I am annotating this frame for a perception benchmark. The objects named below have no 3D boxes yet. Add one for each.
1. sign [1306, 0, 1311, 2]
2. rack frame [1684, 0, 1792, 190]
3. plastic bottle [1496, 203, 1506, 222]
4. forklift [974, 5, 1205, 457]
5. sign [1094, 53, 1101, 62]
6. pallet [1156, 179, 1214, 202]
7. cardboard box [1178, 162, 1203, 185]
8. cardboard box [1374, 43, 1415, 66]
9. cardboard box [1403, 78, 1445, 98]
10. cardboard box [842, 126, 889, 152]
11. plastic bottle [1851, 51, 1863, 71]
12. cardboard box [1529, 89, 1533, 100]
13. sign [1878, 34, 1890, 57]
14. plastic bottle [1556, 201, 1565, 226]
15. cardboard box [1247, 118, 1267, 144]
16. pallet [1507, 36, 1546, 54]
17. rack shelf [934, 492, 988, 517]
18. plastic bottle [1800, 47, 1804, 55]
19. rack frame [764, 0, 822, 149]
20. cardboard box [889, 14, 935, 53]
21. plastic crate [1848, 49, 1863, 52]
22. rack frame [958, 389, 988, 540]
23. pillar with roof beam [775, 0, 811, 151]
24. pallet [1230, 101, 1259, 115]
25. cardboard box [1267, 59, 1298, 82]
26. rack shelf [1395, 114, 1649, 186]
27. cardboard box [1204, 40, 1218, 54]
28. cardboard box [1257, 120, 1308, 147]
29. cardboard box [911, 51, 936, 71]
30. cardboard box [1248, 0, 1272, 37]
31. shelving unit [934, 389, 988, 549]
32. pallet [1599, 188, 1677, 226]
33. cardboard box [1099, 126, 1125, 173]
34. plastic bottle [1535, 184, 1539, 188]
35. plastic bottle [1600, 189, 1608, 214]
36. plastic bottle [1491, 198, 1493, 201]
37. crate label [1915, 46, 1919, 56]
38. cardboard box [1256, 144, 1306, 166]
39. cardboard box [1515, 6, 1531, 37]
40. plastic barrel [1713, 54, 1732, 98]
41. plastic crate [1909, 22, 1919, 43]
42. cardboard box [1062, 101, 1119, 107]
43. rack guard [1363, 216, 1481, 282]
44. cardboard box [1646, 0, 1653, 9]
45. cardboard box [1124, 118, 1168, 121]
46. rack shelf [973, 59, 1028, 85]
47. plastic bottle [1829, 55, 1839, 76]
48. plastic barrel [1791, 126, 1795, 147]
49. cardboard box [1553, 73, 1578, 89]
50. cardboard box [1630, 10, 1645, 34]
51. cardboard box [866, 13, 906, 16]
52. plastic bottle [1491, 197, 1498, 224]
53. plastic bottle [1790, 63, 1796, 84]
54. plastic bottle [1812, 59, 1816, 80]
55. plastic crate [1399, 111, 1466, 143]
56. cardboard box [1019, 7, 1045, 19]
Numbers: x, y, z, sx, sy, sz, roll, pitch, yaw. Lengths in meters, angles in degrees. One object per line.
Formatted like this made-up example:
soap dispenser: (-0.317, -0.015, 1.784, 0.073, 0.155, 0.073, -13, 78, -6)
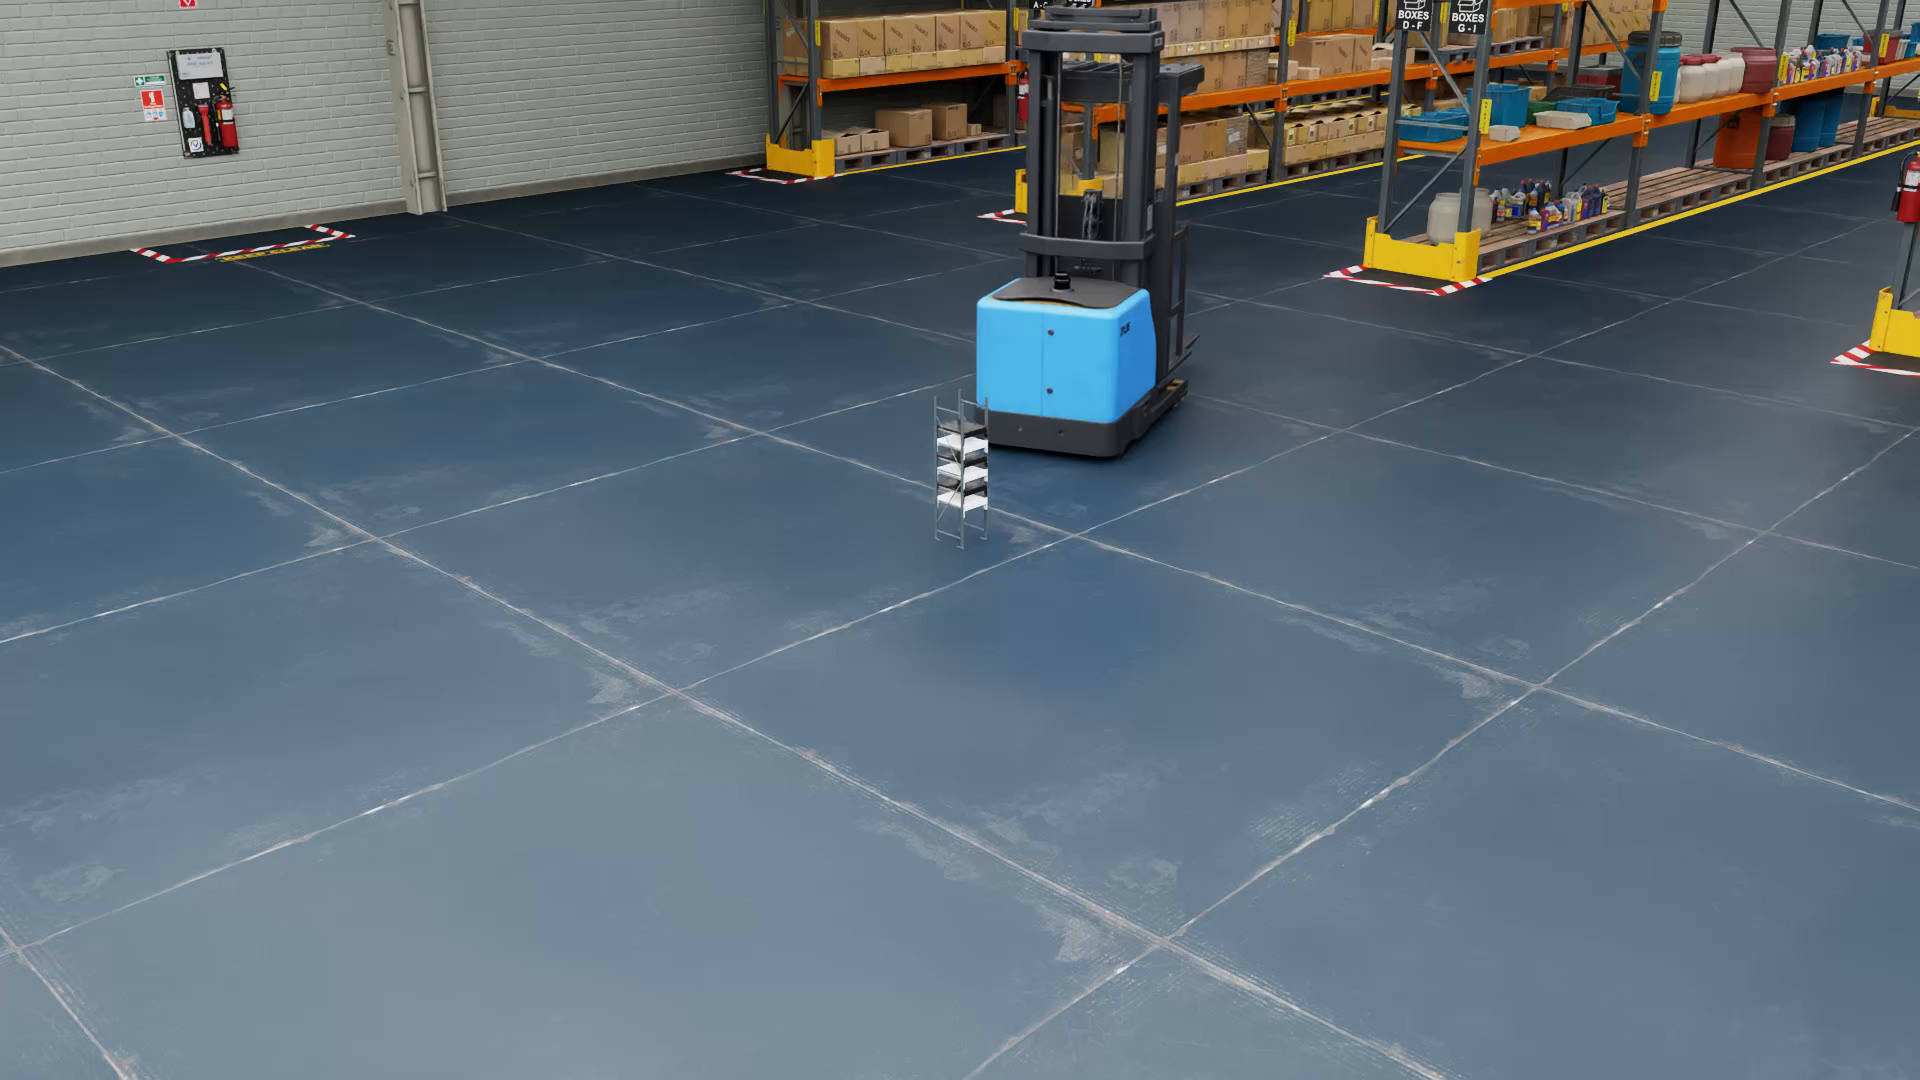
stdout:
sign: (6.434, -10.102, 30.672, 0.100, 0.325, 0.005, 19, 28, 41)
rack frame: (10.346, -6.224, 22.086, 1.000, 3.000, 0.127, 19, 28, 41)
plastic bottle: (6.127, -3.716, 18.848, 0.097, 0.201, 0.097, 0, 21, 0)
forklift: (1.122, -2.429, 12.310, 1.130, 2.935, 3.031, 8, 23, 20)
sign: (1.613, -5.709, 19.429, 0.100, 0.325, 0.005, 19, 28, 41)
pallet: (2.574, -4.626, 21.815, 1.003, 0.211, 1.213, 19, 28, 41)
cardboard box: (2.800, -4.788, 21.598, 0.500, 0.250, 0.500, 19, 28, 41)
cardboard box: (6.515, -7.340, 25.115, 0.500, 0.311, 0.500, -18, 27, -39)
cardboard box: (7.320, -7.168, 26.368, 0.500, 0.250, 0.500, -19, 28, -40)
cardboard box: (-1.388, -5.899, 24.376, 0.500, 0.311, 0.500, -17, 27, -38)
plastic bottle: (13.093, -7.012, 24.310, 0.152, 0.276, 0.135, 19, 28, 41)
cardboard box: (9.101, -7.208, 27.517, 0.500, 0.500, 0.500, 19, 28, 41)
sign: (13.530, -7.243, 24.352, 0.100, 0.325, 0.005, 19, 28, 41)
plastic bottle: (6.704, -3.653, 18.588, 0.097, 0.271, 0.097, 0, 21, 0)
cardboard box: (4.087, -5.786, 23.414, 0.500, 0.311, 0.500, 19, 28, 41)
pallet: (8.955, -8.225, 27.560, 1.003, 0.211, 1.213, 19, 28, 41)
rack shelf: (0.006, -0.223, 9.995, 0.258, 0.077, 0.200, 19, 28, 41)
plastic bottle: (12.482, -7.176, 24.726, 0.061, 0.283, 0.133, 19, 28, 41)
rack frame: (-2.333, -6.647, 23.187, 1.000, 3.000, 0.127, 19, 28, 41)
cardboard box: (-0.716, -7.375, 24.218, 0.500, 0.500, 0.500, -19, 28, -40)
plastic crate: (13.725, -7.507, 25.724, 0.437, 0.125, 0.590, 19, 28, 41)
rack frame: (0.077, -0.448, 9.987, 0.240, 0.900, 0.006, 19, 28, 41)
pillar with roof beam: (0.620, -8.766, 20.339, 9.100, 9.000, 0.400, 19, 28, 41)
pallet: (4.703, -7.898, 30.328, 1.003, 0.211, 1.213, 19, 28, 41)
cardboard box: (4.322, -6.504, 23.024, 0.500, 0.250, 0.500, -18, 27, -39)
rack shelf: (6.161, -4.346, 18.203, 1.077, 0.370, 4.000, 19, 28, 41)
cardboard box: (3.086, -6.336, 21.335, 0.250, 0.149, 0.380, -19, 28, -41)
cardboard box: (4.476, -5.655, 23.071, 0.500, 0.311, 0.500, 19, 28, 41)
cardboard box: (-0.699, -7.028, 24.360, 0.500, 0.250, 0.500, 20, 28, 41)
cardboard box: (3.704, -6.973, 22.088, 0.700, 0.500, 0.500, 19, 28, 41)
shelving unit: (0.006, -0.422, 9.919, 0.258, 0.900, 0.210, 19, 28, 41)
pallet: (8.076, -4.106, 20.462, 1.003, 0.211, 1.213, 19, 28, 41)
cardboard box: (2.100, -4.882, 20.797, 0.500, 0.500, 0.500, 19, 28, 41)
plastic bottle: (6.814, -4.067, 19.659, 0.135, 0.276, 0.152, -19, 28, -40)
plastic bottle: (7.457, -3.927, 19.283, 0.133, 0.283, 0.061, -18, 28, -39)
plastic bottle: (5.928, -3.741, 18.810, 0.152, 0.276, 0.135, 20, 28, 41)
crate label: (15.099, -7.782, 26.423, 0.396, 0.136, 0.243, 19, 28, 41)
cardboard box: (4.468, -5.391, 23.166, 0.500, 0.250, 0.500, 18, 28, 39)
cardboard box: (9.100, -8.670, 27.725, 0.700, 0.500, 0.500, 9, 23, 23)
plastic barrel: (9.488, -5.850, 20.957, 0.421, 0.512, 0.421, 0, 21, 0)
plastic crate: (15.827, -8.192, 27.074, 0.616, 0.435, 0.499, 19, 28, 41)
cardboard box: (1.554, -5.572, 20.250, 0.700, 0.500, 0.500, 19, 28, 41)
rack guard: (4.785, -3.032, 17.266, 1.175, 0.500, 0.348, 19, 28, 41)
cardboard box: (12.267, -9.851, 29.990, 0.500, 0.500, 0.500, 19, 28, 40)
cardboard box: (2.417, -5.272, 21.812, 0.500, 0.500, 0.500, 19, 28, 41)
rack shelf: (1.853, -7.853, 27.329, 1.077, 0.370, 4.000, 19, 28, 41)
plastic bottle: (12.393, -6.754, 23.638, 0.152, 0.276, 0.135, 19, 28, 41)
plastic barrel: (11.793, -5.846, 23.987, 0.421, 0.512, 0.421, 0, 21, 0)
cardboard box: (10.897, -8.017, 29.618, 0.797, 0.503, 0.637, 19, 28, 41)
cardboard box: (11.904, -9.250, 29.821, 0.500, 0.500, 0.500, 20, 28, 41)
cardboard box: (-1.089, -7.501, 24.545, 0.500, 0.500, 0.500, -20, 29, -41)
plastic bottle: (6.005, -3.718, 18.740, 0.061, 0.283, 0.133, 19, 28, 41)
plastic bottle: (11.202, -6.315, 22.497, 0.152, 0.276, 0.135, 19, 28, 41)
plastic bottle: (11.786, -6.514, 23.020, 0.097, 0.271, 0.097, 0, 21, 0)
plastic crate: (4.900, -4.302, 17.292, 0.499, 0.251, 0.616, 19, 28, 41)
cardboard box: (1.232, -8.191, 26.453, 0.500, 0.500, 0.700, -17, 27, -37)
